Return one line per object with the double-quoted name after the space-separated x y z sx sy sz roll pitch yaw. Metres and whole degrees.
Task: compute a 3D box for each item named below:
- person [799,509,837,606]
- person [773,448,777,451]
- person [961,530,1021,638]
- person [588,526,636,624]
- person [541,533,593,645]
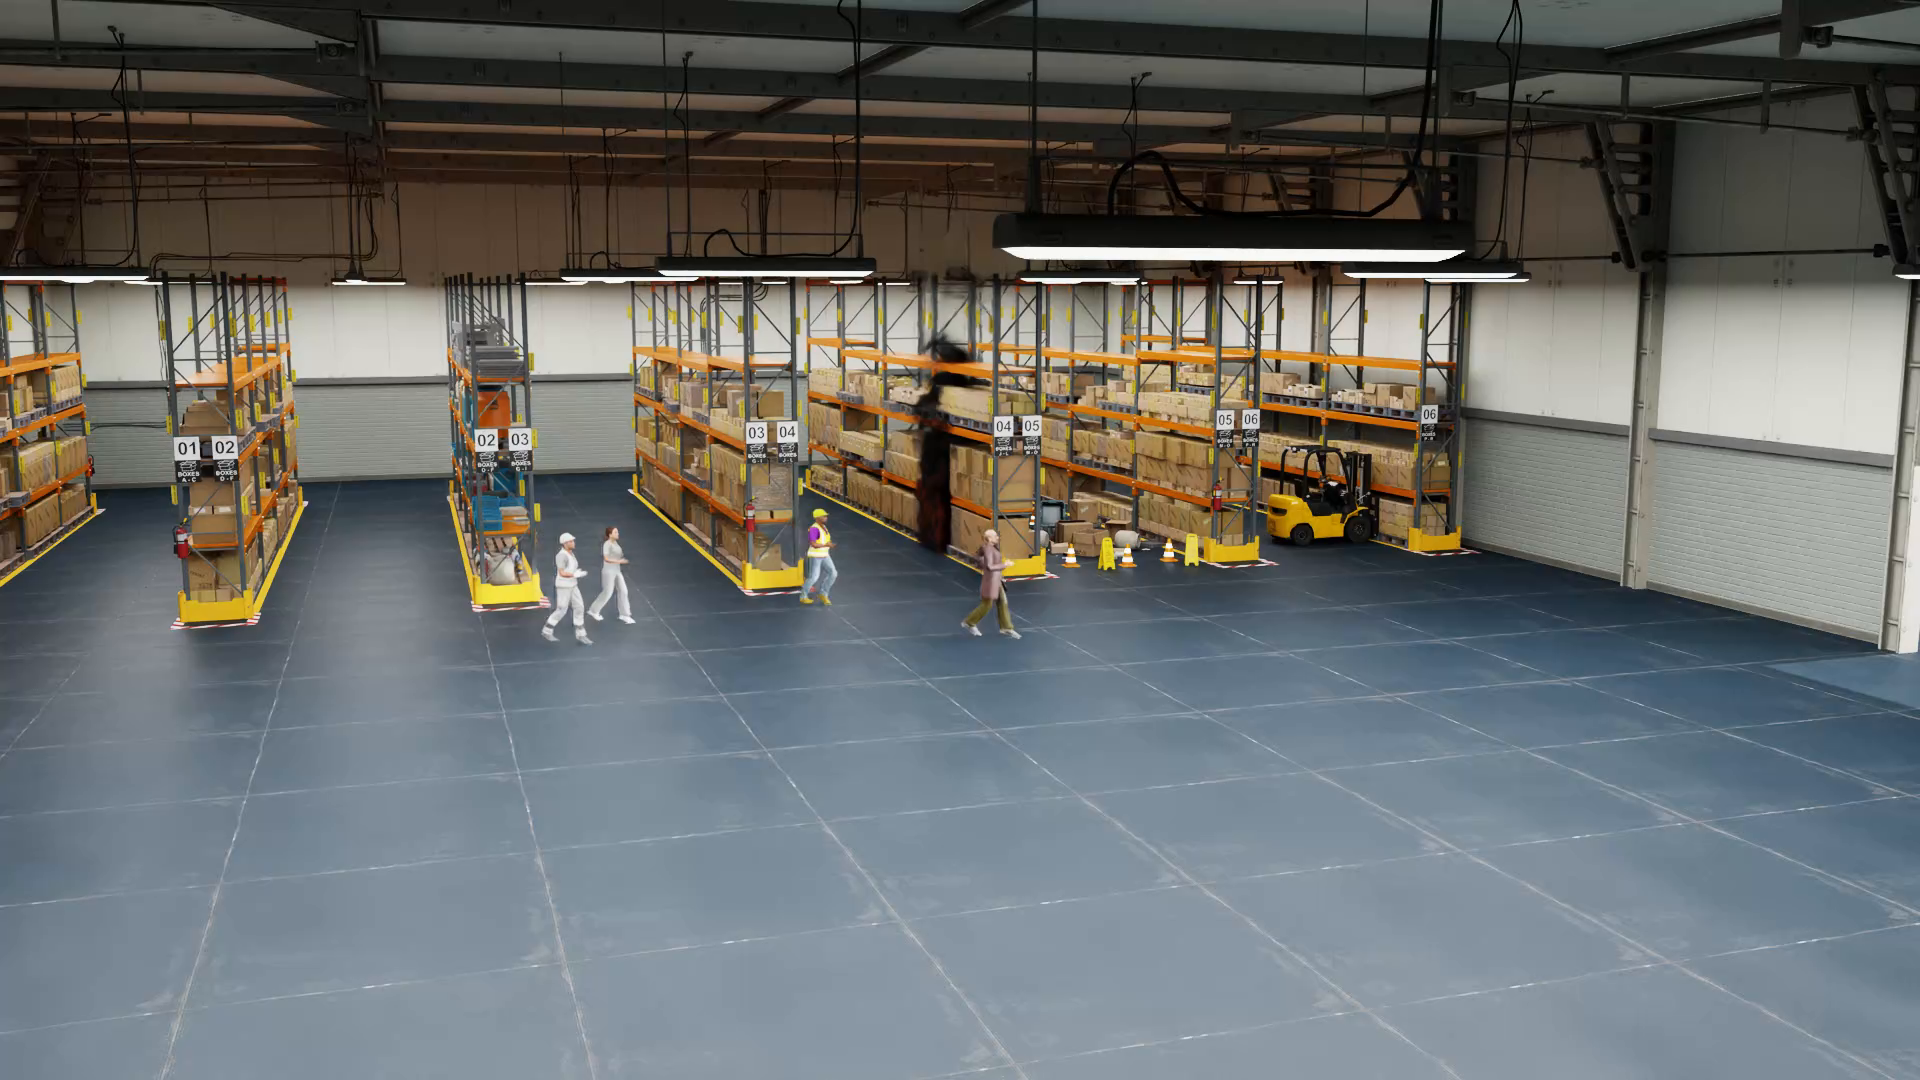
-2.531 0.324 30.185 0.763 1.785 0.681 5 10 28 "person"
-5.616 -2.334 48.126 0.787 1.810 0.718 3 9 16 "person"
0.508 0.725 27.246 0.986 1.808 0.701 2 9 10 "person"
-6.009 0.598 28.598 0.829 1.715 0.583 2 9 13 "person"
-6.374 0.799 26.877 0.817 1.844 0.683 1 9 6 "person"
